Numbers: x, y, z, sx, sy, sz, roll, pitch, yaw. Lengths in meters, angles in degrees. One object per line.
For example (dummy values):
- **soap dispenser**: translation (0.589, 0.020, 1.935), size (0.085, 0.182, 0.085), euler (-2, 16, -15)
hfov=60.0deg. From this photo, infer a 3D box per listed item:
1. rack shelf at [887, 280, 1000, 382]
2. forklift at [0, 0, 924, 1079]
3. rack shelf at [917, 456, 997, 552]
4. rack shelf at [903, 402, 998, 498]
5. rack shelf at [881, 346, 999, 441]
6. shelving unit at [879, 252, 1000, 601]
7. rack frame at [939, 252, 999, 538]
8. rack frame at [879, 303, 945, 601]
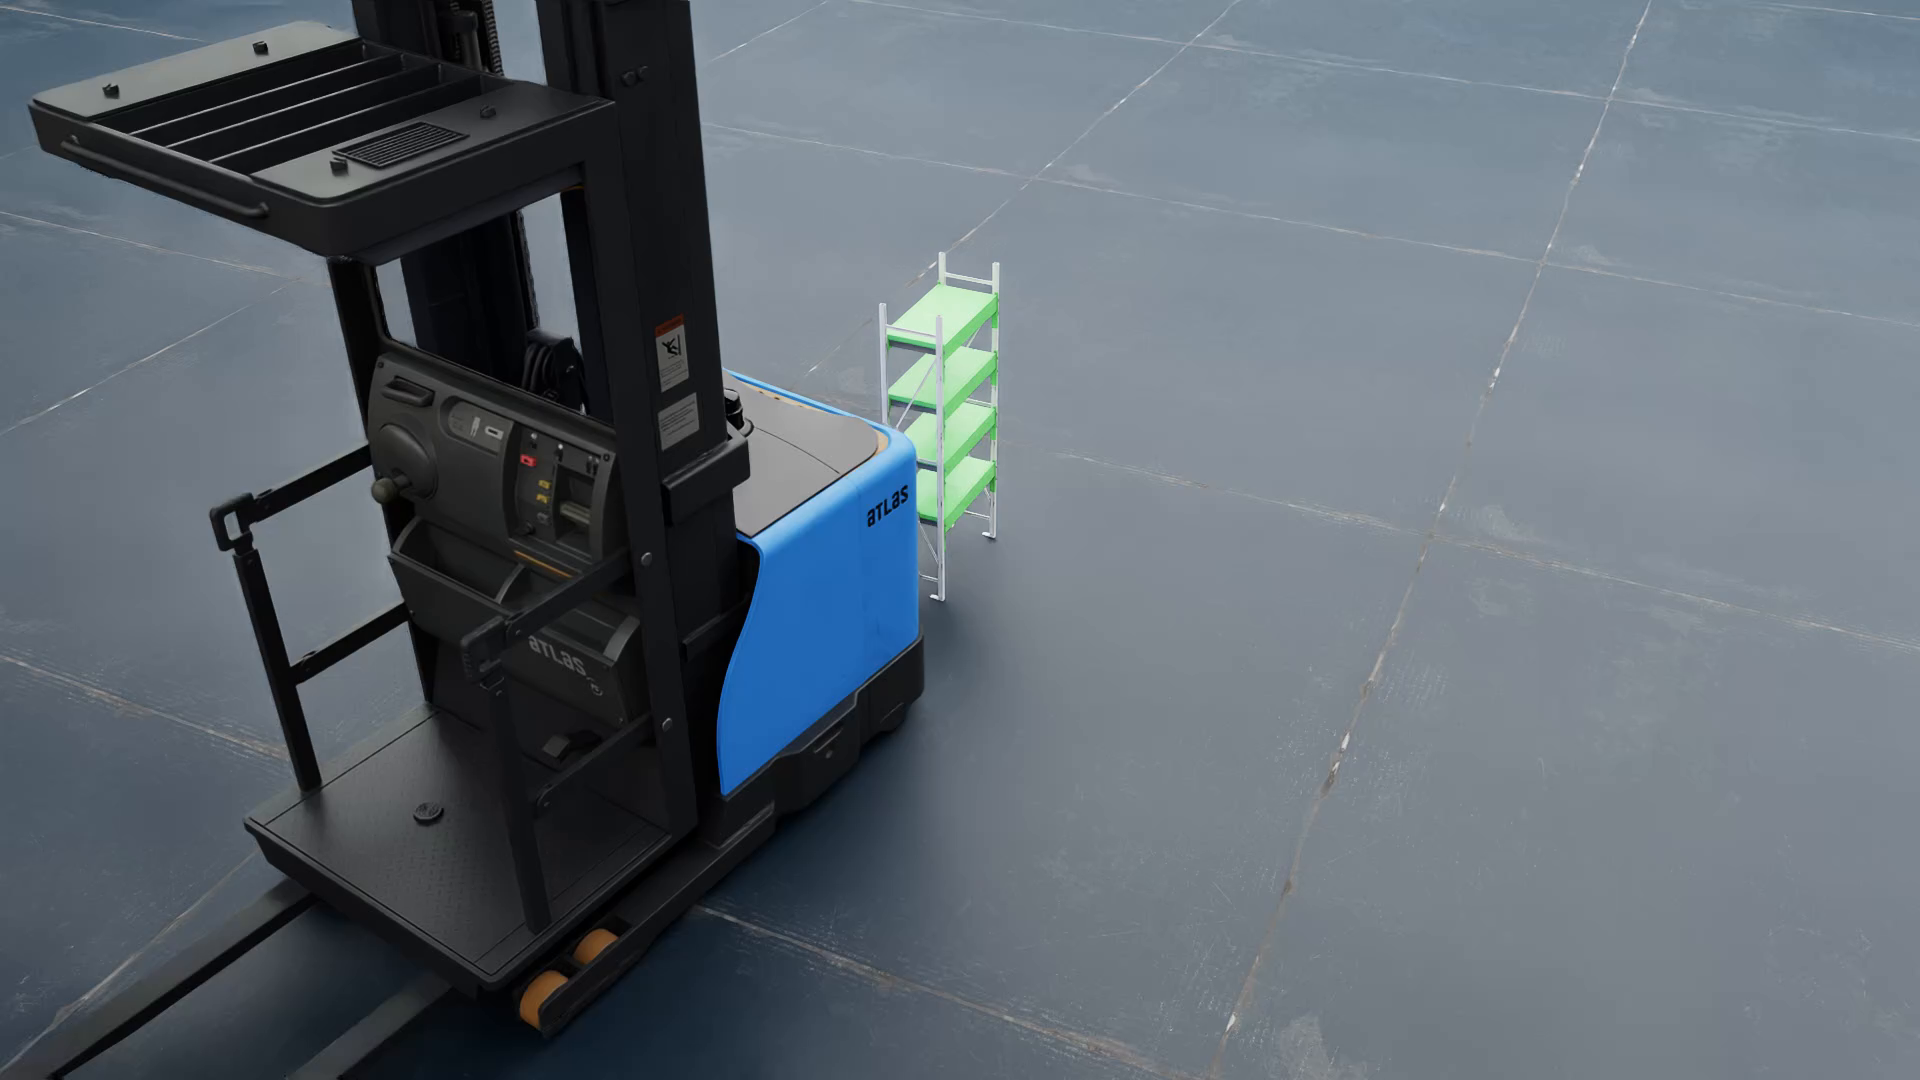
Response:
- **rack shelf**: translation (-0.069, -0.767, 6.067), size (0.258, 0.148, 0.480), euler (14, 36, 20)
- **forklift**: translation (-1.387, -0.153, 4.311), size (1.130, 2.935, 3.031), euler (21, 39, 29)
- **rack shelf**: translation (-0.069, -0.165, 6.462), size (0.258, 0.148, 0.480), euler (14, 36, 20)
- **rack shelf**: translation (-0.069, -0.366, 6.330), size (0.258, 0.148, 0.480), euler (14, 36, 20)
- **rack shelf**: translation (-0.069, -0.567, 6.199), size (0.258, 0.148, 0.480), euler (14, 36, 20)
- **shelving unit**: translation (-0.069, -0.419, 6.295), size (0.258, 1.200, 0.503), euler (14, 36, 20)
- **rack frame**: translation (0.033, -0.541, 6.481), size (0.240, 1.200, 0.015), euler (14, 36, 20)
- **rack frame**: translation (-0.171, -0.298, 6.110), size (0.240, 1.200, 0.015), euler (14, 36, 20)
